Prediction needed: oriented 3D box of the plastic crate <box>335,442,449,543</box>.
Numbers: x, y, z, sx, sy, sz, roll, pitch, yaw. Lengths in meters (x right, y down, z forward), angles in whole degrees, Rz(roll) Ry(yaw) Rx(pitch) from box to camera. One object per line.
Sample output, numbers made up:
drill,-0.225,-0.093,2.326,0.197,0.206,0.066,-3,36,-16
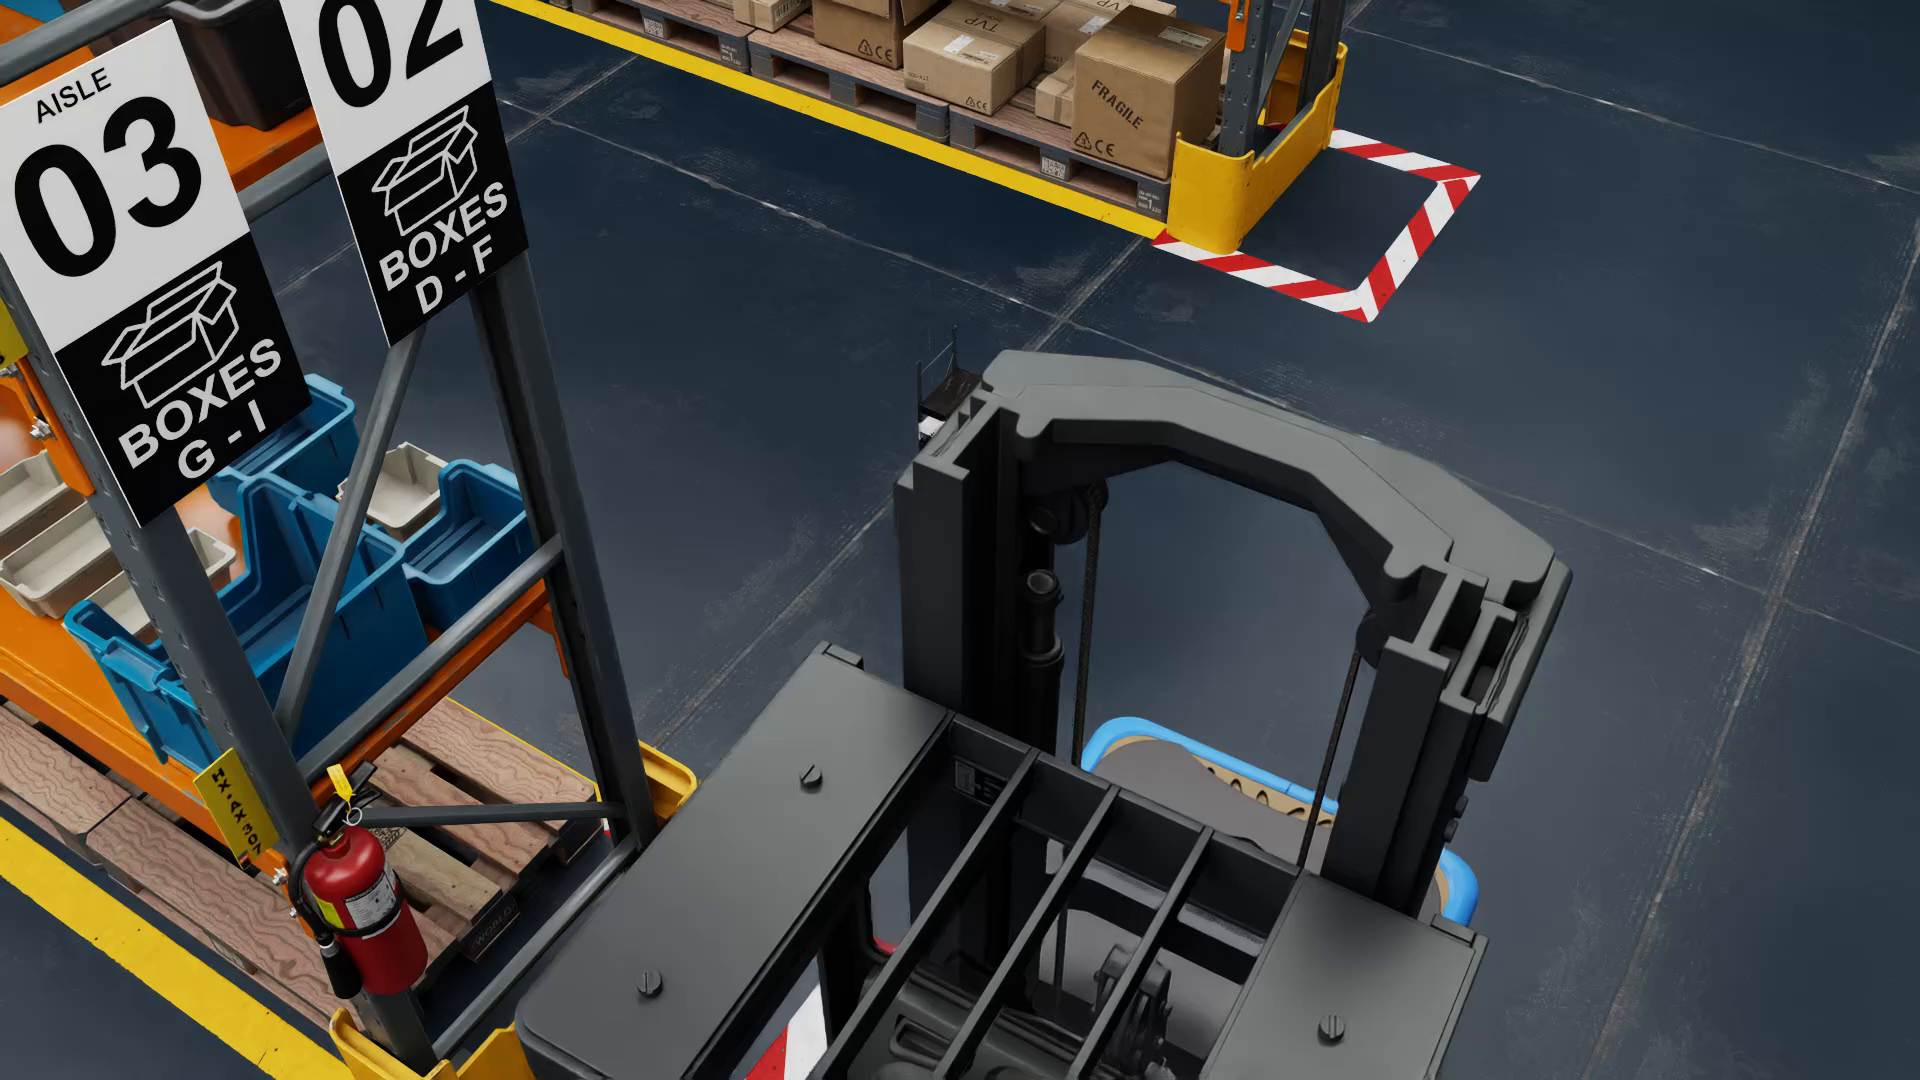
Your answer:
plastic crate,-1.488,-0.111,4.408,0.298,0.136,0.250,25,51,22

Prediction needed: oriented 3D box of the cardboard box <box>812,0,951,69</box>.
cardboard box,-0.339,-2.810,8.323,0.637,0.503,0.797,25,51,22

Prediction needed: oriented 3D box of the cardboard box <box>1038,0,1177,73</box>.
cardboard box,0.719,-2.473,8.172,0.500,0.250,0.500,25,51,22

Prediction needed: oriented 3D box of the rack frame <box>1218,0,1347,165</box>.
rack frame,1.444,-2.702,6.784,0.127,3.000,1.000,25,51,22

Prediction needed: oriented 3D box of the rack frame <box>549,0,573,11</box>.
rack frame,-1.923,-4.251,8.289,0.127,3.000,1.000,25,51,22

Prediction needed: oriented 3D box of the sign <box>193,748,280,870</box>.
sign,-1.516,0.568,3.493,0.005,0.325,0.100,25,51,22

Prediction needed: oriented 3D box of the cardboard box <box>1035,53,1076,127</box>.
cardboard box,0.561,-2.141,7.908,0.250,0.166,0.380,25,51,22

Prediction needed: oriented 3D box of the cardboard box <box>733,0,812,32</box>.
cardboard box,-0.953,-2.795,8.543,0.250,0.166,0.380,25,51,22

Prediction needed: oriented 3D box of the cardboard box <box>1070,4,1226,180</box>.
cardboard box,0.854,-2.046,7.583,0.500,0.500,0.500,25,51,22

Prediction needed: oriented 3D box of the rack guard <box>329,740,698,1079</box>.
rack guard,-1.206,1.159,4.775,0.348,0.500,1.175,25,51,22

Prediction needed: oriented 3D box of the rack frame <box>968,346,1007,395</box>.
rack frame,0.092,-0.271,5.886,0.006,0.900,0.240,25,51,22

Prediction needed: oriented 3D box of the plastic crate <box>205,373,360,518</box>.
plastic crate,-1.817,-0.225,4.452,0.300,0.233,0.416,25,51,22

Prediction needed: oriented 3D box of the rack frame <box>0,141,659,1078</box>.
rack frame,-1.233,0.287,3.880,0.127,3.000,1.000,25,51,22

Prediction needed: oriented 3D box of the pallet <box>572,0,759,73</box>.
pallet,-1.345,-3.012,9.030,1.213,0.211,1.003,25,51,22

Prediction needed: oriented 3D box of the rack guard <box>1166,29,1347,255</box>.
rack guard,1.380,-1.860,7.709,0.348,0.500,1.175,25,51,22

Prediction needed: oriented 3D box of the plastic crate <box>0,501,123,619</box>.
plastic crate,-2.253,0.030,4.271,0.243,0.136,0.396,25,51,22

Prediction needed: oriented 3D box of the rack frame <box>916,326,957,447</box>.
rack frame,-0.079,-0.350,5.962,0.006,0.900,0.240,25,51,22

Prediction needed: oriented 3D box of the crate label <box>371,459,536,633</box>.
crate label,-1.263,0.030,4.204,0.303,0.233,0.416,25,51,22

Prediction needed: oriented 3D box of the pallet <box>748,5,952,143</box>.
pallet,-0.314,-2.541,8.572,1.213,0.211,1.003,25,51,22

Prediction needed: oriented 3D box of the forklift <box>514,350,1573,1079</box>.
forklift,0.097,1.253,2.988,1.130,2.935,3.031,22,50,20

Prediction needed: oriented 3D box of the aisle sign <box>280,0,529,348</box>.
aisle sign,-1.012,-0.771,3.095,0.004,0.787,0.394,25,51,22

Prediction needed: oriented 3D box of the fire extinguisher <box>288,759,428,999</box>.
fire extinguisher,-1.351,0.776,3.718,0.183,0.674,0.296,25,51,22

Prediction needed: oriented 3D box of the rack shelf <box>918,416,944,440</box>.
rack shelf,0.007,-0.413,5.819,0.200,0.077,0.258,25,51,22

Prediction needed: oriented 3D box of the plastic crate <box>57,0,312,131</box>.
plastic crate,-1.407,-1.030,3.159,0.590,0.269,0.497,25,51,22

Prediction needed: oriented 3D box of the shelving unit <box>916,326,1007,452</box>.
shelving unit,0.007,-0.310,5.924,0.210,0.900,0.258,25,51,22

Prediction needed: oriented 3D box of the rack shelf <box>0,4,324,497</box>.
rack shelf,-2.917,-1.282,3.815,4.000,0.370,1.077,25,51,22

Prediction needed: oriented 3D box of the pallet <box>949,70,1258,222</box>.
pallet,0.709,-2.068,8.112,1.213,0.211,1.003,25,51,22

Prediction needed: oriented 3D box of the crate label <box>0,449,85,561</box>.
crate label,-2.501,-0.063,4.361,0.243,0.136,0.396,25,51,22

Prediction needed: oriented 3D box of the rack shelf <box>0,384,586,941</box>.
rack shelf,-2.917,-0.237,4.890,4.000,0.370,1.077,25,51,22

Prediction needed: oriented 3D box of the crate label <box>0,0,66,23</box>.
crate label,-1.835,-1.259,3.394,0.502,0.251,0.408,25,51,22

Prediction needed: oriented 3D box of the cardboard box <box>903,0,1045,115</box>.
cardboard box,0.070,-2.345,8.048,0.500,0.250,0.500,25,51,22

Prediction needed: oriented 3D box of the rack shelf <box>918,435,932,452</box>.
rack shelf,0.007,-0.350,5.884,0.200,0.077,0.258,25,51,22

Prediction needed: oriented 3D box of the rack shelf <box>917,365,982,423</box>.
rack shelf,0.007,-0.475,5.754,0.200,0.077,0.258,25,51,22

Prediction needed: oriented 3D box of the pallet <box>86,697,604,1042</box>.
pallet,-1.906,0.916,5.213,1.213,0.211,1.003,25,51,22

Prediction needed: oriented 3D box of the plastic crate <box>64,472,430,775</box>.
plastic crate,-1.616,0.237,3.862,0.499,0.435,0.616,25,51,22

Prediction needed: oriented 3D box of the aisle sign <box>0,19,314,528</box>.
aisle sign,-1.331,-0.415,2.749,0.004,0.787,0.394,25,51,22

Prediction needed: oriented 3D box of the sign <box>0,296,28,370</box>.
sign,-1.516,-0.384,2.513,0.005,0.325,0.100,25,51,22

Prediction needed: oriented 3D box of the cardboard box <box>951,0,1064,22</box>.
cardboard box,0.298,-2.666,8.360,0.500,0.250,0.500,25,51,22

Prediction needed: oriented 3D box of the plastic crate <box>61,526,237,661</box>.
plastic crate,-2.017,0.151,4.153,0.243,0.136,0.396,25,51,22

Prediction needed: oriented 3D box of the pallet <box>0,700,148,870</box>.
pallet,-2.929,0.443,5.672,1.213,0.211,1.003,25,51,22

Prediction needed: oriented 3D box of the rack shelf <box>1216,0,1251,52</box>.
rack shelf,-0.239,-3.226,7.795,4.000,0.370,1.077,25,51,22

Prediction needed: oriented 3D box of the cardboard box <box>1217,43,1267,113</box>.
cardboard box,1.277,-2.231,8.008,0.250,0.149,0.380,25,51,22
